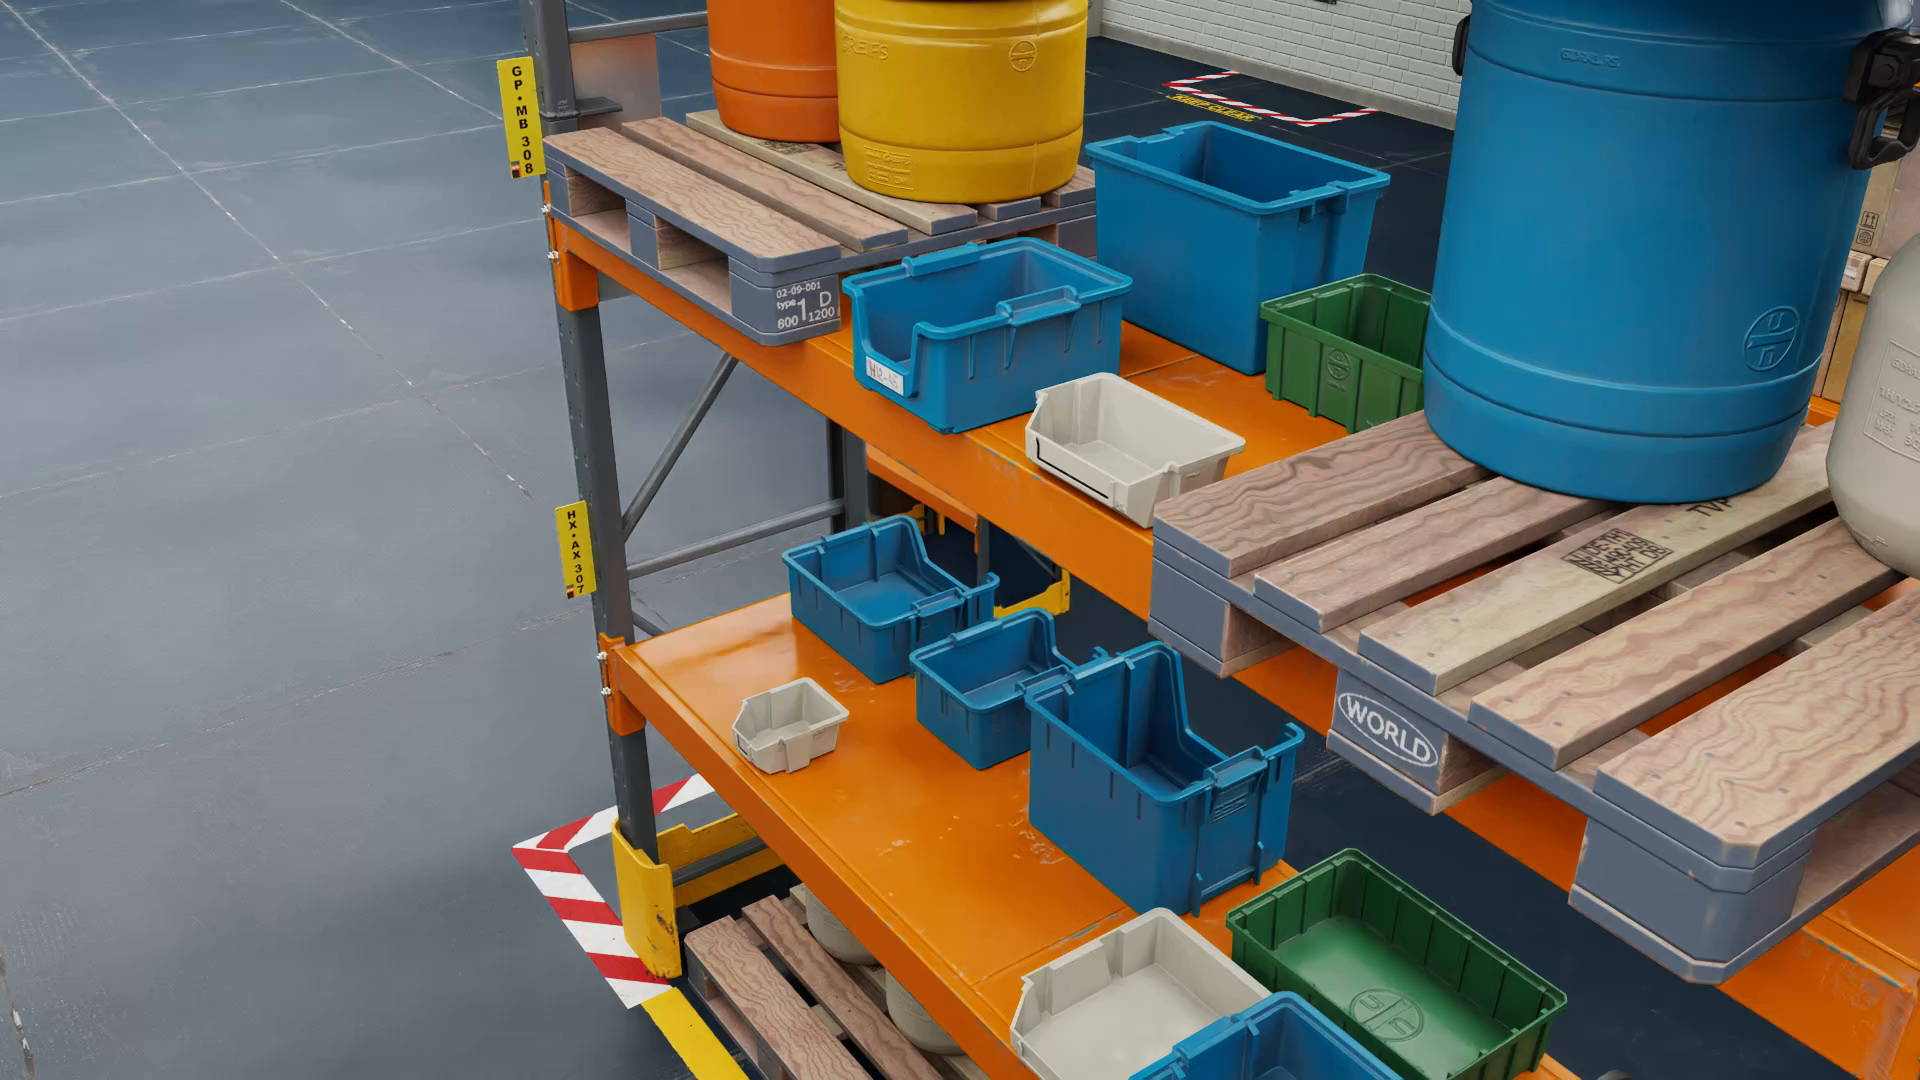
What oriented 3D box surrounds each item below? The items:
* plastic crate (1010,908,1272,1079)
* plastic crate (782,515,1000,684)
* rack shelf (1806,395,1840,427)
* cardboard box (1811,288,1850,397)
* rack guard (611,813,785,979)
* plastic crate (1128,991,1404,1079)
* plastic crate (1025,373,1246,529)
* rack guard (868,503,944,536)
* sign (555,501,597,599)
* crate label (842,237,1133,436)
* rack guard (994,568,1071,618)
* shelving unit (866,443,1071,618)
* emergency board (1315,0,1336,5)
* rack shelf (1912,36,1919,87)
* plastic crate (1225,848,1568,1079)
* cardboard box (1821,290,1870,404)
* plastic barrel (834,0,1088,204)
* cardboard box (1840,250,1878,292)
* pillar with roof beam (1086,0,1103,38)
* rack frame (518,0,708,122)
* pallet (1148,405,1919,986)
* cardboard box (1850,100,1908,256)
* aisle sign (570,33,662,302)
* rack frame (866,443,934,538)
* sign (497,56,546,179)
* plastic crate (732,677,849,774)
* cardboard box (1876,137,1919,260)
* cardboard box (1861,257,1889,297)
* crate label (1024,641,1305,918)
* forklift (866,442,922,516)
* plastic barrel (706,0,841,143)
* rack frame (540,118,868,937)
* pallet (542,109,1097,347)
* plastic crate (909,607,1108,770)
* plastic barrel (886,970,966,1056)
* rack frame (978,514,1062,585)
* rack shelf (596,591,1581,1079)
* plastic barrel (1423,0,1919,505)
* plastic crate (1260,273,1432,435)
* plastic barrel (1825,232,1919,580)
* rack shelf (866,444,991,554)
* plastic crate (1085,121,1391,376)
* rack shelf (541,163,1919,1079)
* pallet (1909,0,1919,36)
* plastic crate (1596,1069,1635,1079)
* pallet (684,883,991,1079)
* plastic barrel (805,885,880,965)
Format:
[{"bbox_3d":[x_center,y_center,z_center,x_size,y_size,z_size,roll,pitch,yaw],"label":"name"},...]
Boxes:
[{"bbox_3d":[0.410,1.114,3.833,0.530,0.136,0.437,-19,34,-31],"label":"plastic crate"},{"bbox_3d":[-0.228,0.181,5.430,0.499,0.251,0.616,-19,34,-31],"label":"plastic crate"},{"bbox_3d":[4.435,-0.272,6.862,1.077,0.370,4.000,-19,34,-31],"label":"rack shelf"},{"bbox_3d":[3.844,-1.022,7.384,0.700,0.500,0.500,-18,33,-29],"label":"cardboard box"},{"bbox_3d":[-0.680,1.119,6.166,1.175,0.500,0.348,-19,34,-31],"label":"rack guard"},{"bbox_3d":[0.695,1.269,3.426,0.499,0.251,0.616,-19,34,-31],"label":"plastic crate"},{"bbox_3d":[0.298,-0.155,3.026,0.243,0.136,0.396,-19,34,-31],"label":"plastic crate"},{"bbox_3d":[-0.331,-0.071,8.618,0.587,0.250,0.087,-21,35,-33],"label":"rack guard"},{"bbox_3d":[-1.213,0.033,5.256,0.100,0.325,0.005,-19,34,-31],"label":"sign"},{"bbox_3d":[0.055,-0.430,3.411,0.502,0.251,0.408,-19,34,-31],"label":"crate label"},{"bbox_3d":[0.286,0.302,7.931,0.587,0.250,0.087,-21,35,-33],"label":"rack guard"},{"bbox_3d":[-0.022,-0.433,7.977,0.587,1.500,1.083,-21,35,-33],"label":"shelving unit"},{"bbox_3d":[3.546,-6.018,16.689,0.157,1.169,0.626,-19,34,-31],"label":"emergency board"},{"bbox_3d":[4.435,-1.590,6.146,1.077,0.370,4.000,-19,34,-31],"label":"rack shelf"},{"bbox_3d":[1.001,1.046,3.903,0.450,0.188,0.662,-19,34,-31],"label":"plastic crate"},{"bbox_3d":[4.127,-0.827,7.026,0.700,0.500,0.500,-19,34,-30],"label":"cardboard box"},{"bbox_3d":[0.003,-1.173,3.988,0.600,0.588,0.600,0,29,0],"label":"plastic barrel"},{"bbox_3d":[3.771,-1.185,7.004,0.380,0.149,0.250,-19,34,-31],"label":"cardboard box"},{"bbox_3d":[-2.049,-8.816,15.553,9.100,9.000,0.400,-19,34,-31],"label":"pillar with roof beam"},{"bbox_3d":[-0.762,-2.632,4.168,1.000,3.000,0.127,-19,34,-31],"label":"rack frame"},{"bbox_3d":[1.060,0.070,2.532,1.213,0.211,1.003,-19,34,-31],"label":"pallet"},{"bbox_3d":[3.876,-1.571,7.036,0.700,0.500,0.500,-20,34,-32],"label":"cardboard box"},{"bbox_3d":[-1.042,-1.085,4.882,0.394,0.787,0.004,-19,34,-31],"label":"aisle sign"},{"bbox_3d":[-0.343,-0.627,8.334,0.500,1.500,0.032,-21,35,-33],"label":"rack frame"},{"bbox_3d":[-1.213,-1.168,4.605,0.100,0.325,0.005,-19,34,-31],"label":"sign"},{"bbox_3d":[-0.505,0.557,4.858,0.298,0.136,0.250,-19,34,-31],"label":"plastic crate"},{"bbox_3d":[4.169,-1.376,6.676,0.700,0.500,0.500,-19,34,-30],"label":"cardboard box"},{"bbox_3d":[3.927,-1.082,6.815,0.380,0.149,0.250,-20,34,-32],"label":"cardboard box"},{"bbox_3d":[0.526,0.629,4.412,0.502,0.435,0.616,-19,34,-31],"label":"crate label"},{"bbox_3d":[0.039,-2.074,9.498,1.130,2.935,3.031,0,29,1],"label":"forklift"},{"bbox_3d":[-0.377,-1.534,4.398,0.600,0.830,0.708,-19,34,-31],"label":"plastic barrel"},{"bbox_3d":[-0.762,0.004,5.600,1.000,3.000,0.127,-19,34,-31],"label":"rack frame"},{"bbox_3d":[-0.362,-0.883,4.287,1.003,0.211,1.213,-19,34,-31],"label":"pallet"},{"bbox_3d":[0.144,0.435,4.962,0.499,0.251,0.408,-19,34,-31],"label":"plastic crate"},{"bbox_3d":[-0.027,1.342,5.302,0.421,0.512,0.421,0,29,0],"label":"plastic barrel"},{"bbox_3d":[0.287,-0.246,7.632,0.500,1.500,0.032,-21,35,-33],"label":"rack frame"},{"bbox_3d":[0.398,1.098,4.340,1.077,0.370,4.000,-19,34,-31],"label":"rack shelf"},{"bbox_3d":[1.068,-0.581,2.568,0.600,0.901,0.708,-19,34,-31],"label":"plastic barrel"},{"bbox_3d":[0.865,-0.355,3.339,0.336,0.188,0.450,-19,34,-31],"label":"plastic crate"},{"bbox_3d":[1.468,-0.215,2.302,0.421,0.512,0.421,0,29,0],"label":"plastic barrel"},{"bbox_3d":[-0.028,-0.279,8.069,0.538,0.185,1.000,-21,35,-33],"label":"rack shelf"},{"bbox_3d":[0.589,-0.649,3.676,0.392,0.384,0.575,-19,34,-31],"label":"plastic crate"},{"bbox_3d":[0.398,-0.221,3.624,1.077,0.370,4.000,-19,34,-31],"label":"rack shelf"},{"bbox_3d":[3.664,-2.363,6.908,1.003,0.211,1.213,-19,34,-31],"label":"pallet"},{"bbox_3d":[1.358,1.347,3.191,0.767,0.338,0.504,-19,34,-31],"label":"plastic crate"},{"bbox_3d":[-0.213,1.563,5.651,1.003,0.211,1.213,-19,34,-31],"label":"pallet"},{"bbox_3d":[-0.318,1.147,5.661,0.421,0.512,0.421,0,29,0],"label":"plastic barrel"}]
